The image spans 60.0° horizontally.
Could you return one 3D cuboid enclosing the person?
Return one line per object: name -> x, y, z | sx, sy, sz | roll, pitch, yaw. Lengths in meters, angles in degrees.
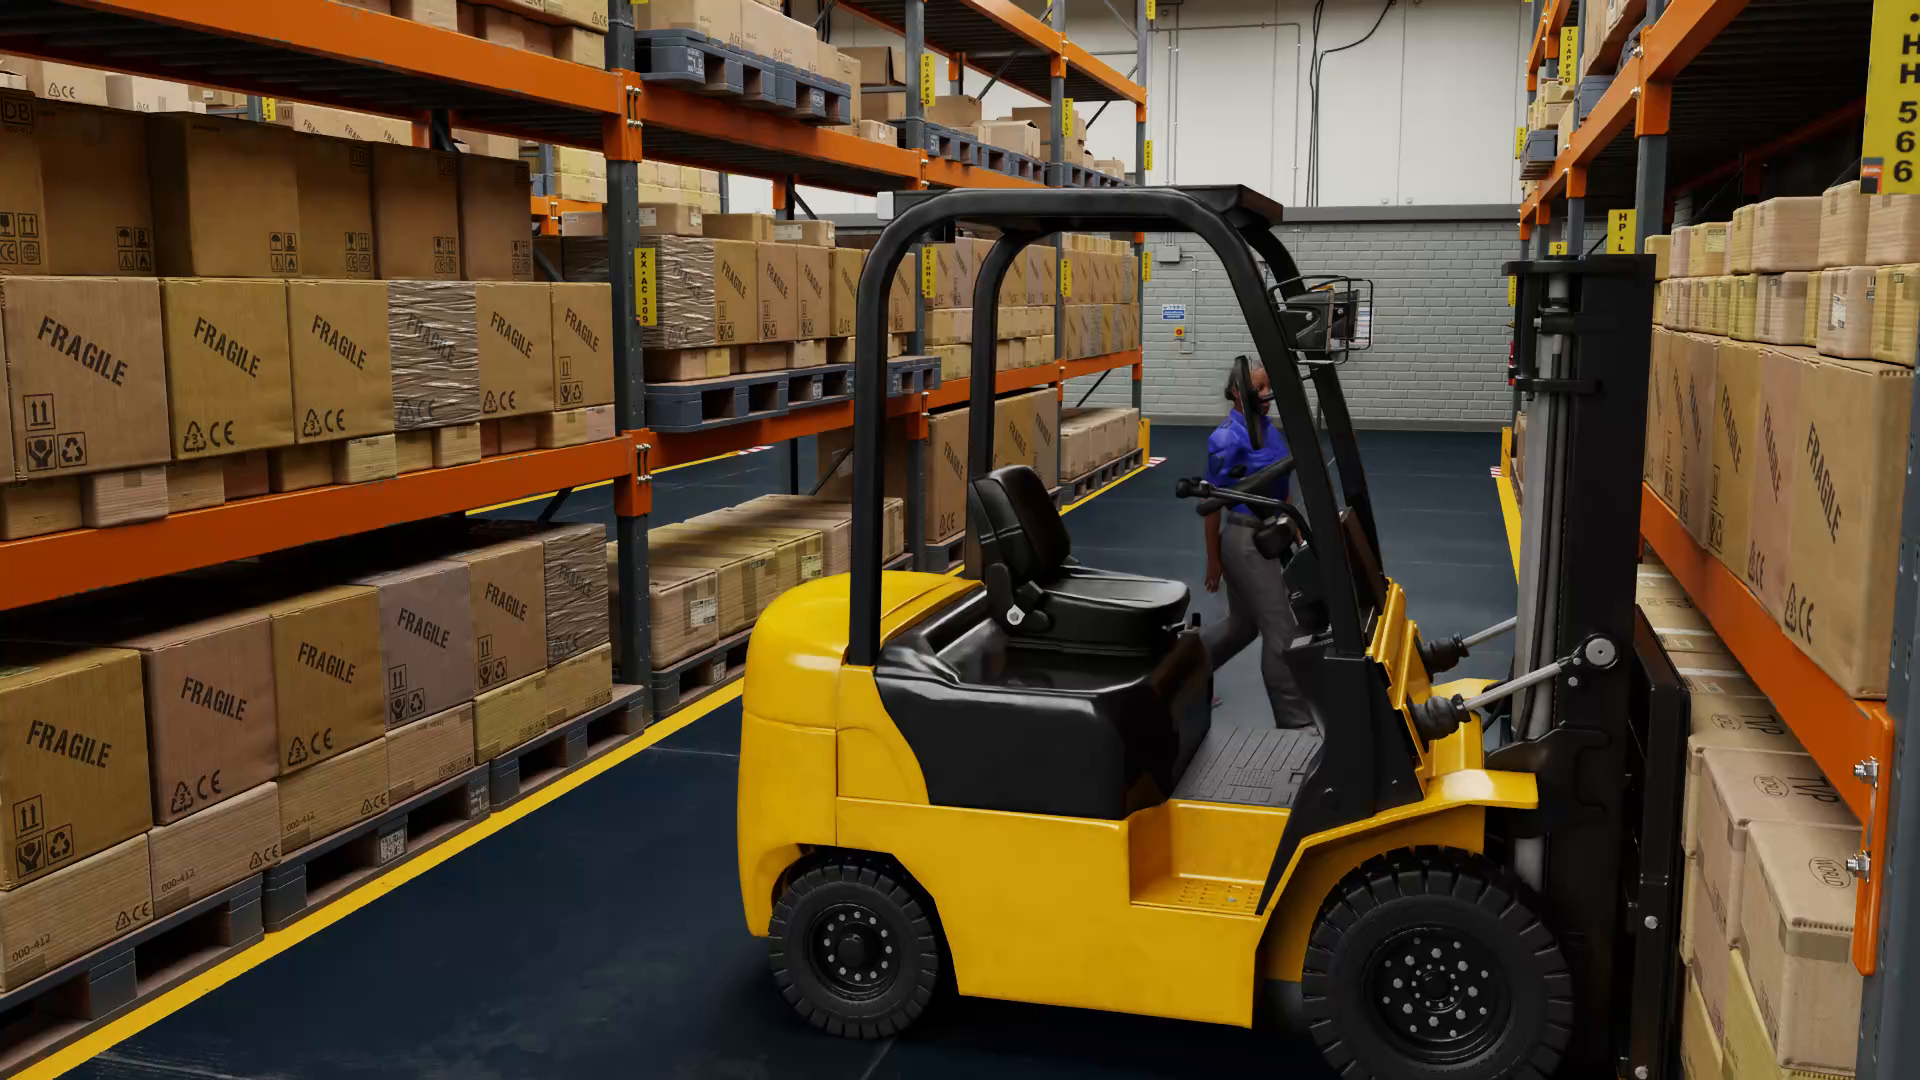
person -> 1.268, 0.032, 7.120 | 0.951, 1.612, 0.456 | 6, 10, 35
